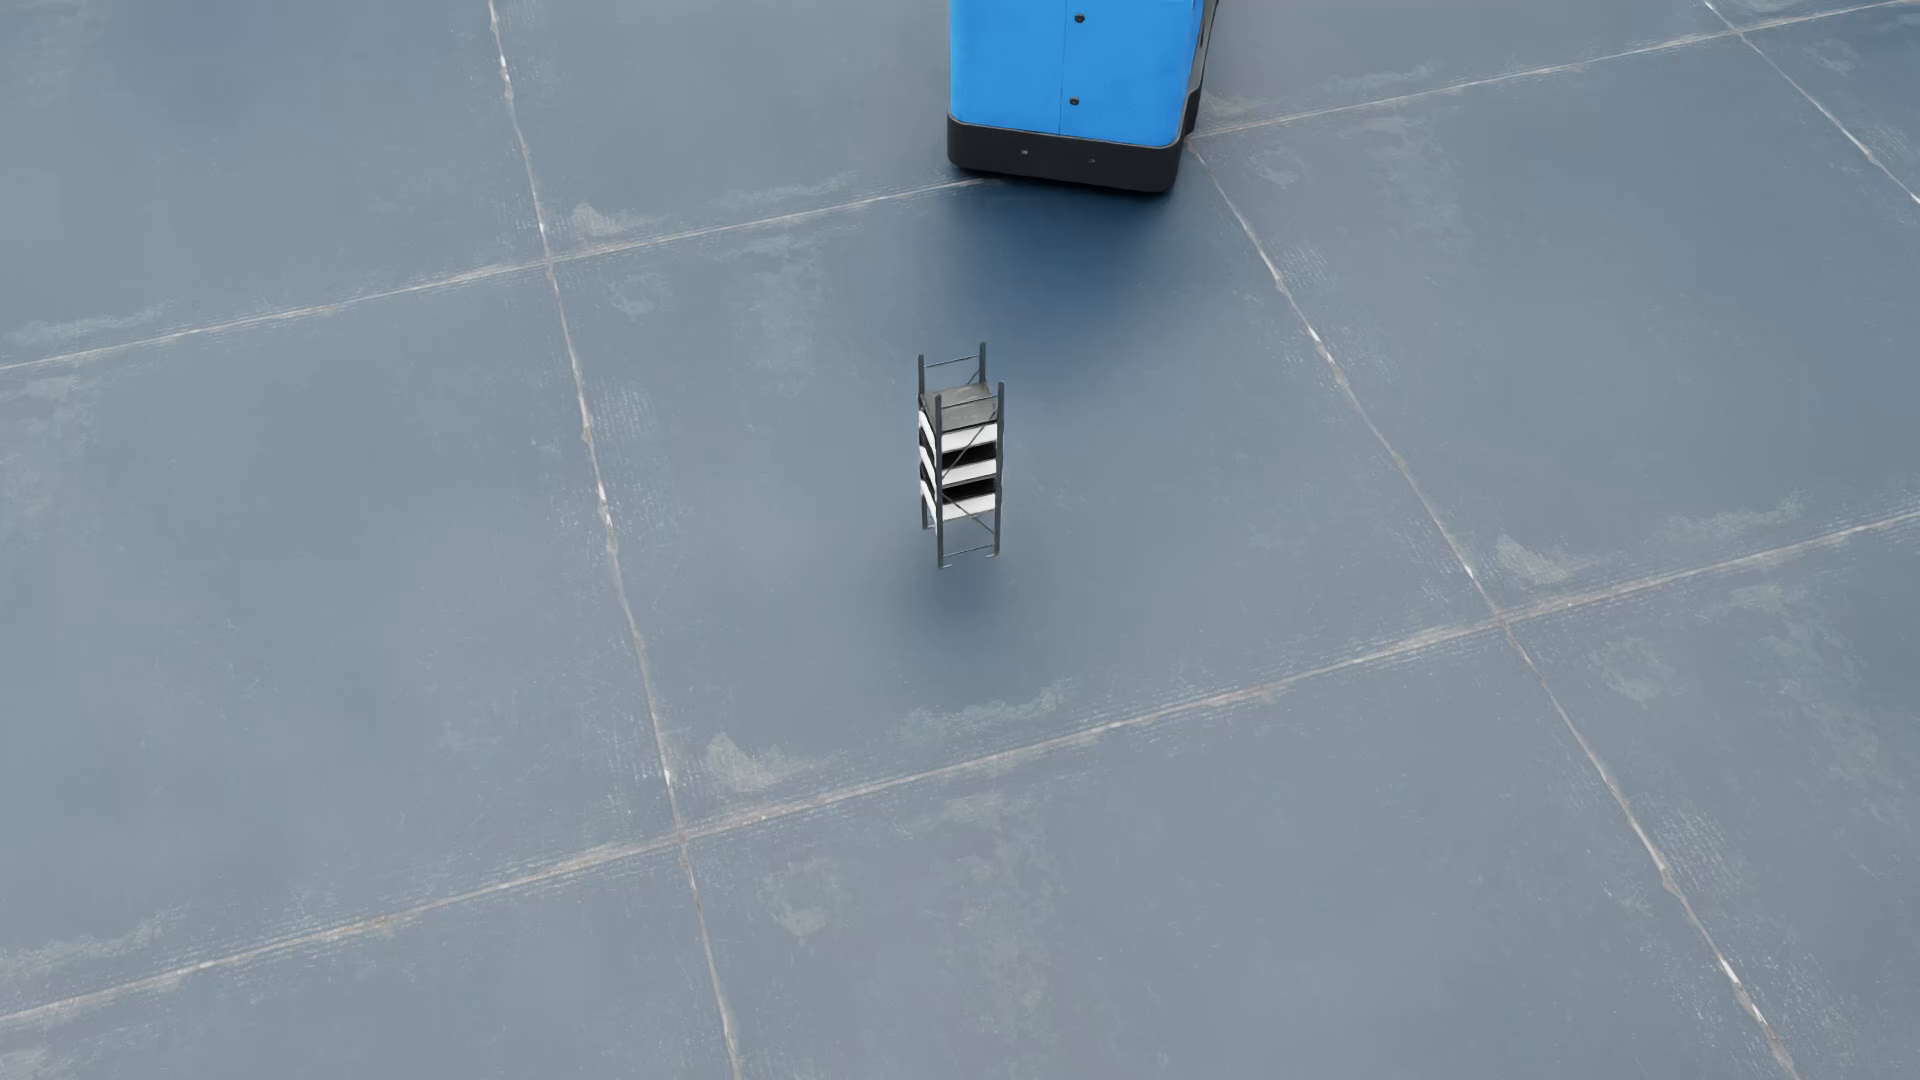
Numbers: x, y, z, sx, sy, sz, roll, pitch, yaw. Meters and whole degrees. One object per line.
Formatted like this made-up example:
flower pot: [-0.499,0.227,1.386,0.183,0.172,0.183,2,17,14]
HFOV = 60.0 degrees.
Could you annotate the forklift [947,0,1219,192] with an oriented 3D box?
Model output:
forklift: [0.750,-3.661,7.419,1.130,2.935,3.031,9,50,8]

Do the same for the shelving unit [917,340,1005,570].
shelving unit: [0.002,-0.284,5.901,0.258,0.900,0.210,-13,51,-11]

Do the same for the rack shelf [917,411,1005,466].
rack shelf: [0.002,-0.379,5.789,0.258,0.077,0.200,-13,51,-11]

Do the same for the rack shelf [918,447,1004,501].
rack shelf: [0.002,-0.263,5.926,0.258,0.077,0.200,-13,51,-11]

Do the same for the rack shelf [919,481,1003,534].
rack shelf: [0.002,-0.147,6.064,0.258,0.077,0.200,-13,51,-11]

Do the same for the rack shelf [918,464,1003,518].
rack shelf: [0.002,-0.205,5.995,0.258,0.077,0.200,-13,51,-11]

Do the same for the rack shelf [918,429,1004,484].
rack shelf: [0.002,-0.321,5.858,0.258,0.077,0.200,-13,51,-11]

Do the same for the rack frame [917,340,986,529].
rack frame: [-0.028,-0.358,5.964,0.240,0.900,0.006,-13,51,-11]

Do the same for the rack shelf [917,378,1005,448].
rack shelf: [0.002,-0.437,5.720,0.258,0.077,0.200,-13,51,-11]

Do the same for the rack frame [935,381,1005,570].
rack frame: [0.032,-0.210,5.838,0.240,0.900,0.006,-13,51,-11]
